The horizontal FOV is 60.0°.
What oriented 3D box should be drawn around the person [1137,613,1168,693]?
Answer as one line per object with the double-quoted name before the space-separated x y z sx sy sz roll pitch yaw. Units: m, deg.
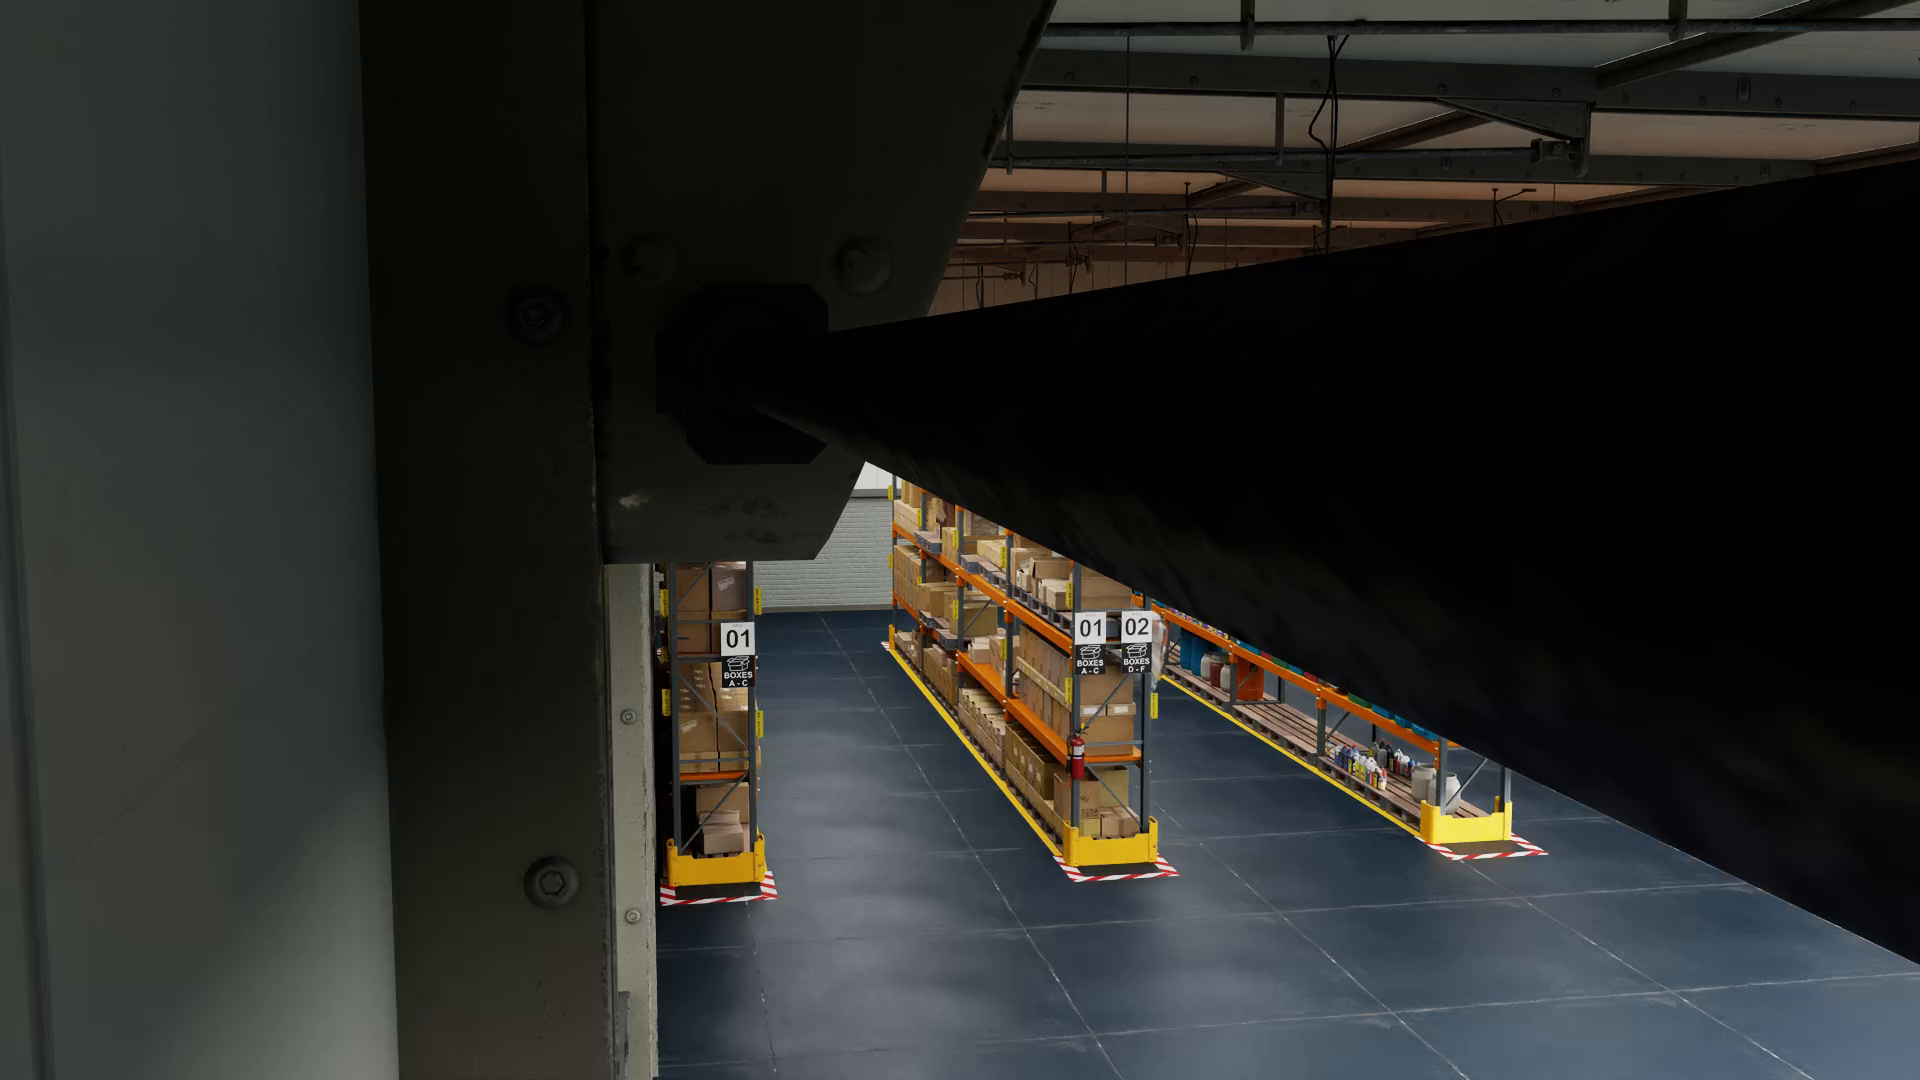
"person" 3.520 2.167 30.866 0.659 1.722 0.911 -2 6 -17
